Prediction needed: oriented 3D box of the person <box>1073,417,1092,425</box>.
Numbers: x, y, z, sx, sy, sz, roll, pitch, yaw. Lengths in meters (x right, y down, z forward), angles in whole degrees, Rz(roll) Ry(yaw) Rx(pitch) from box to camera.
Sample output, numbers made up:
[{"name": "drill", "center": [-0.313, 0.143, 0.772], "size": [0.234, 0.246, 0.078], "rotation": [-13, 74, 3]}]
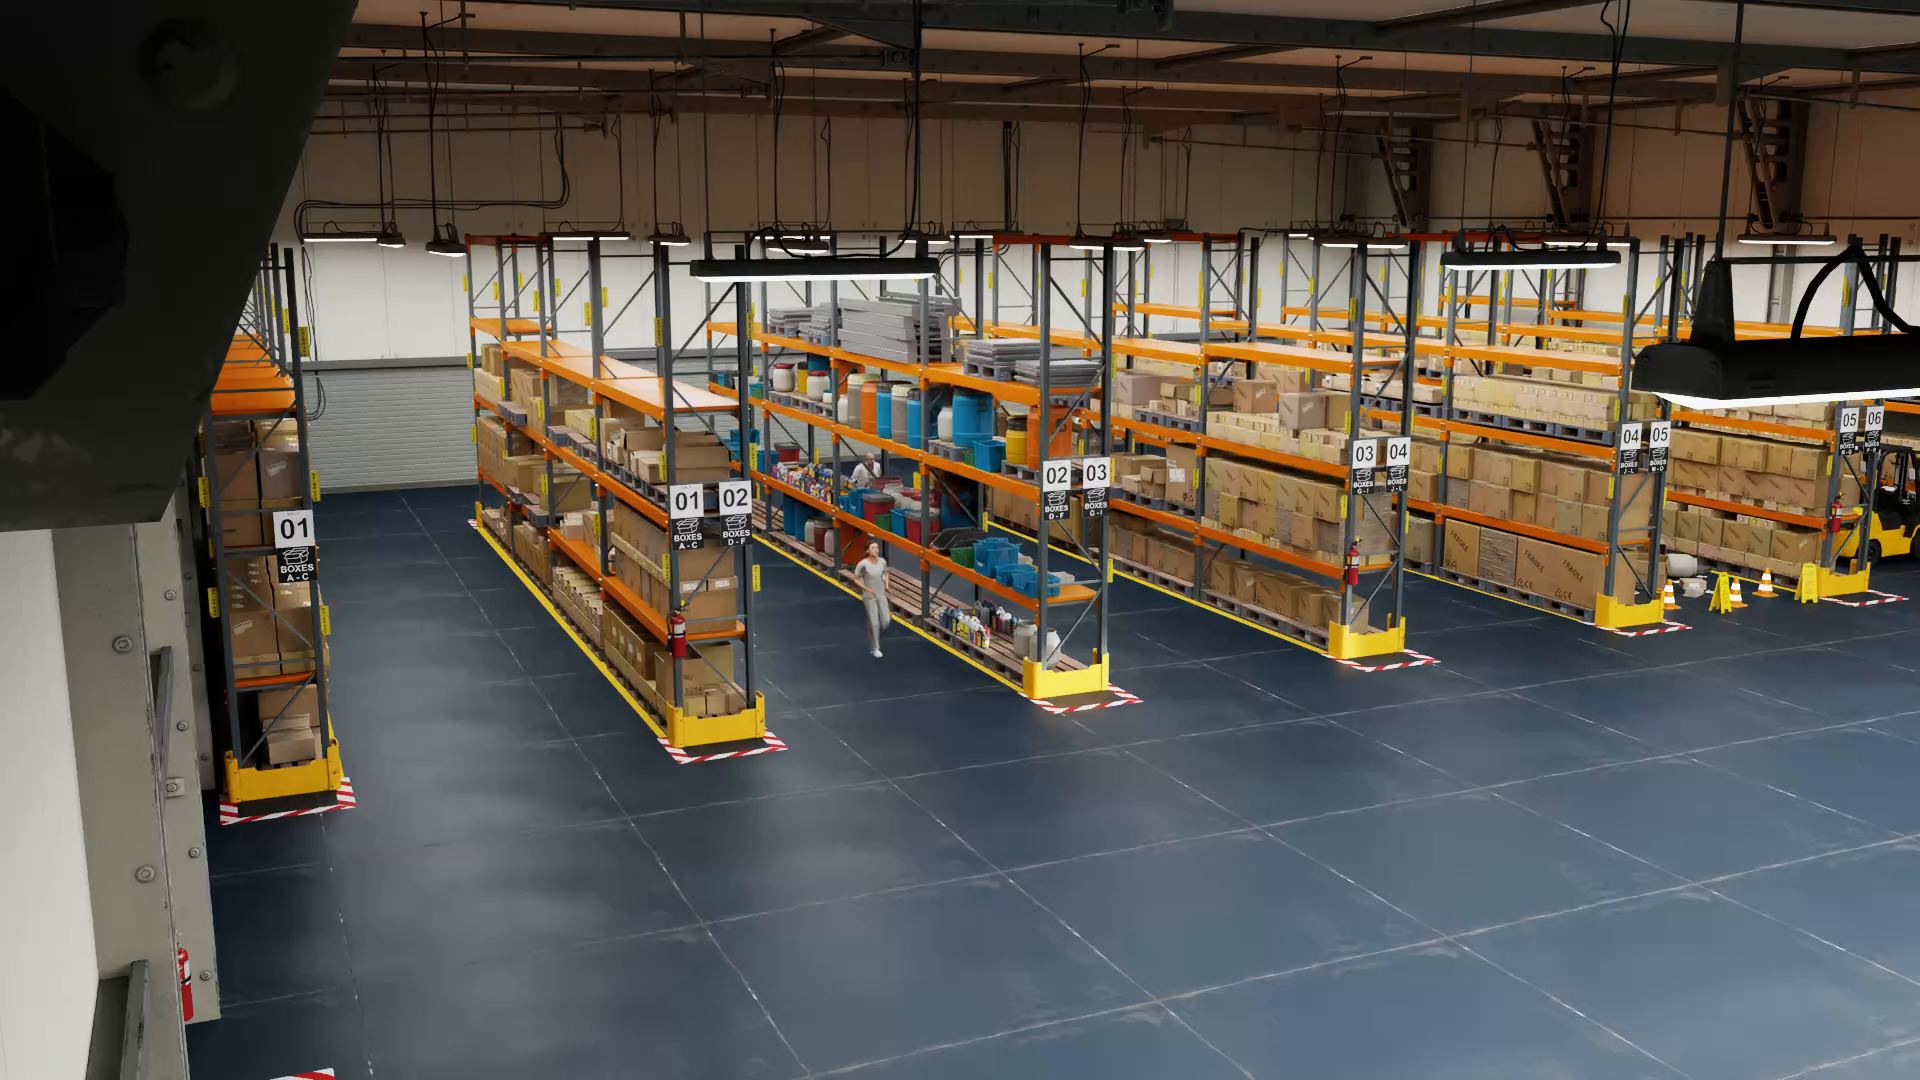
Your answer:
[{"name": "person", "center": [2.975, -2.355, 40.862], "size": [0.732, 1.773, 0.769], "rotation": [8, 14, 36]}]

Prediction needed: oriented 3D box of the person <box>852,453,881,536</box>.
[{"name": "person", "center": [-1.891, -0.935, 33.570], "size": [0.703, 1.712, 0.796], "rotation": [-5, 12, -23]}]

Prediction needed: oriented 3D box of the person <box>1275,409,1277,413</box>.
[{"name": "person", "center": [8.392, -2.905, 43.829], "size": [0.545, 1.622, 0.564], "rotation": [-8, 13, -34]}]

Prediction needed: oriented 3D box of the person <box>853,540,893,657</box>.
[{"name": "person", "center": [-1.204, 0.806, 23.200], "size": [0.565, 1.641, 0.509], "rotation": [-6, 13, -29]}]
